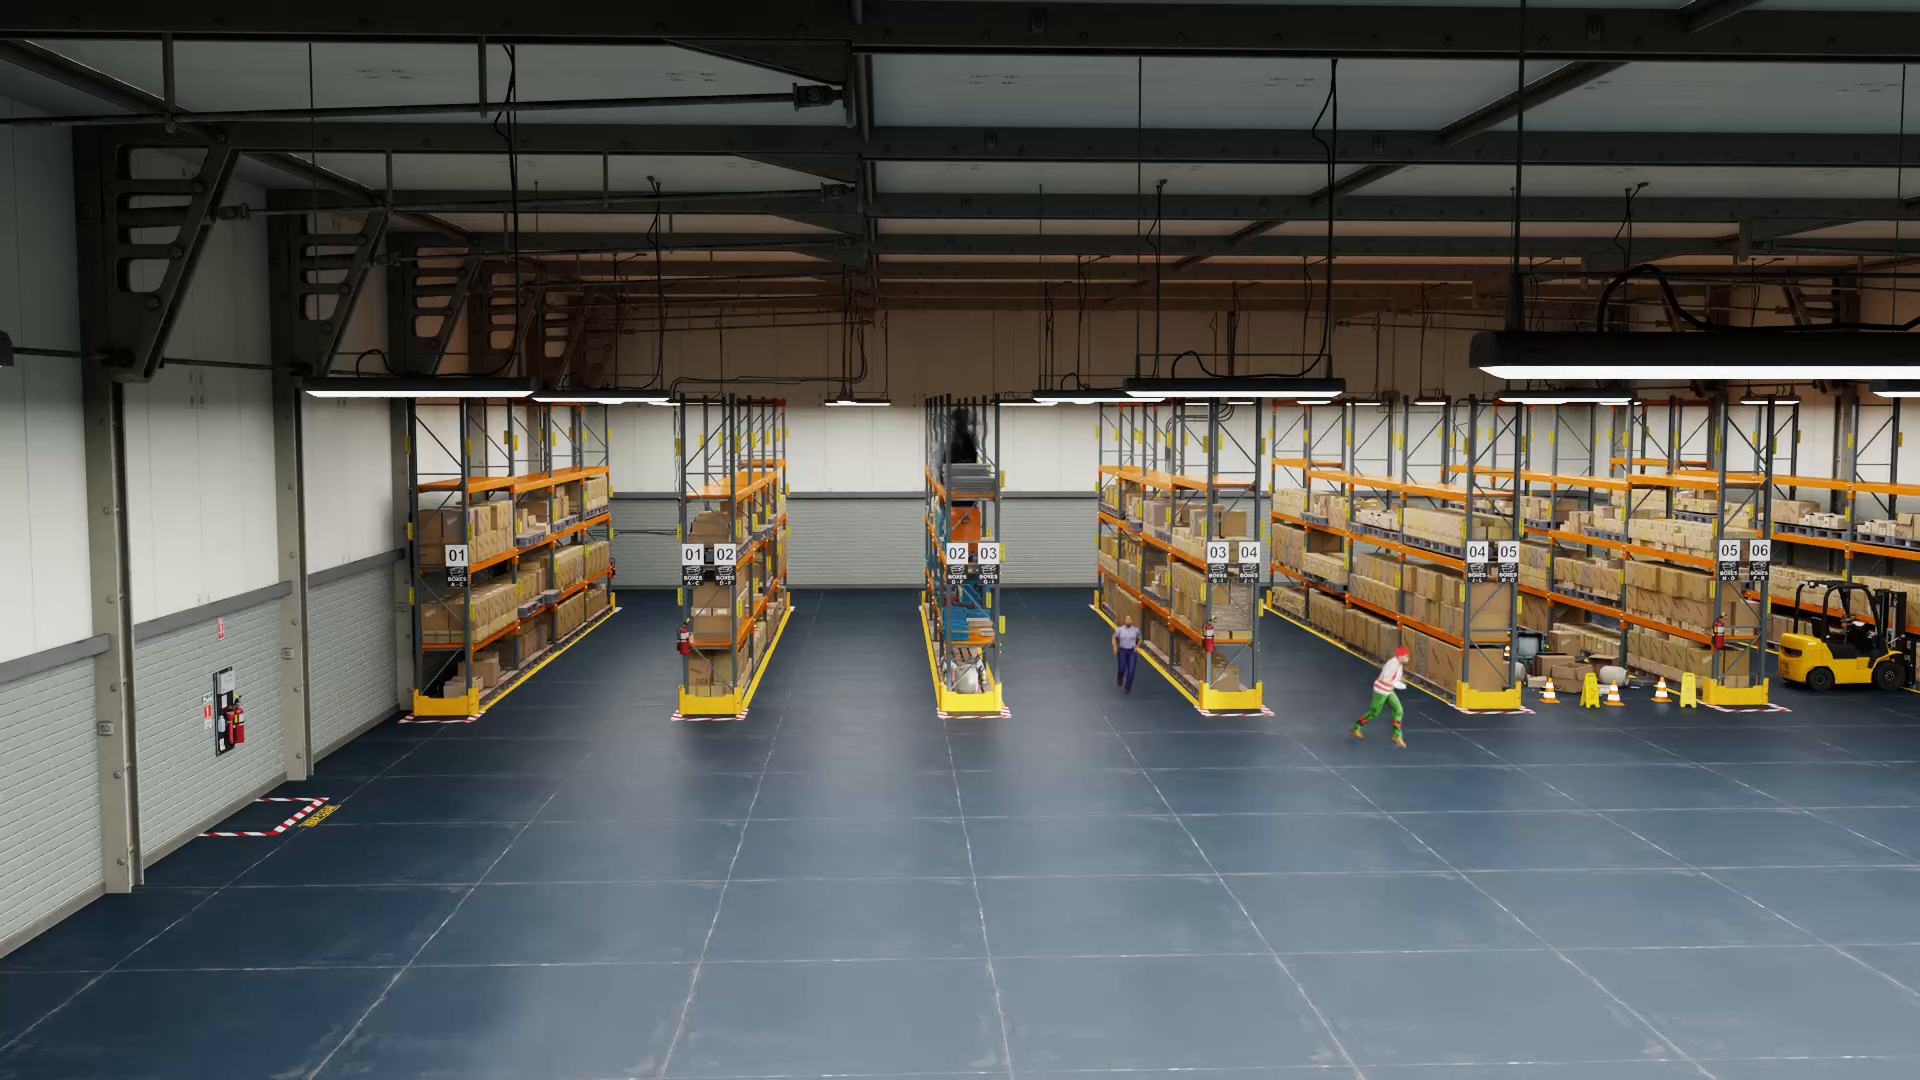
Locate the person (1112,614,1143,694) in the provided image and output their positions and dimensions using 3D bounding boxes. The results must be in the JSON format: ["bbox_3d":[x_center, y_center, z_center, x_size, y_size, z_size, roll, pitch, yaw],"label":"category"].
[{"bbox_3d":[3.377,2.292,33.475,0.621,1.601,0.554,0,5,2],"label":"person"}]

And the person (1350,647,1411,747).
[{"bbox_3d":[7.192,2.653,28.411,1.052,1.734,0.704,3,5,32],"label":"person"}]
